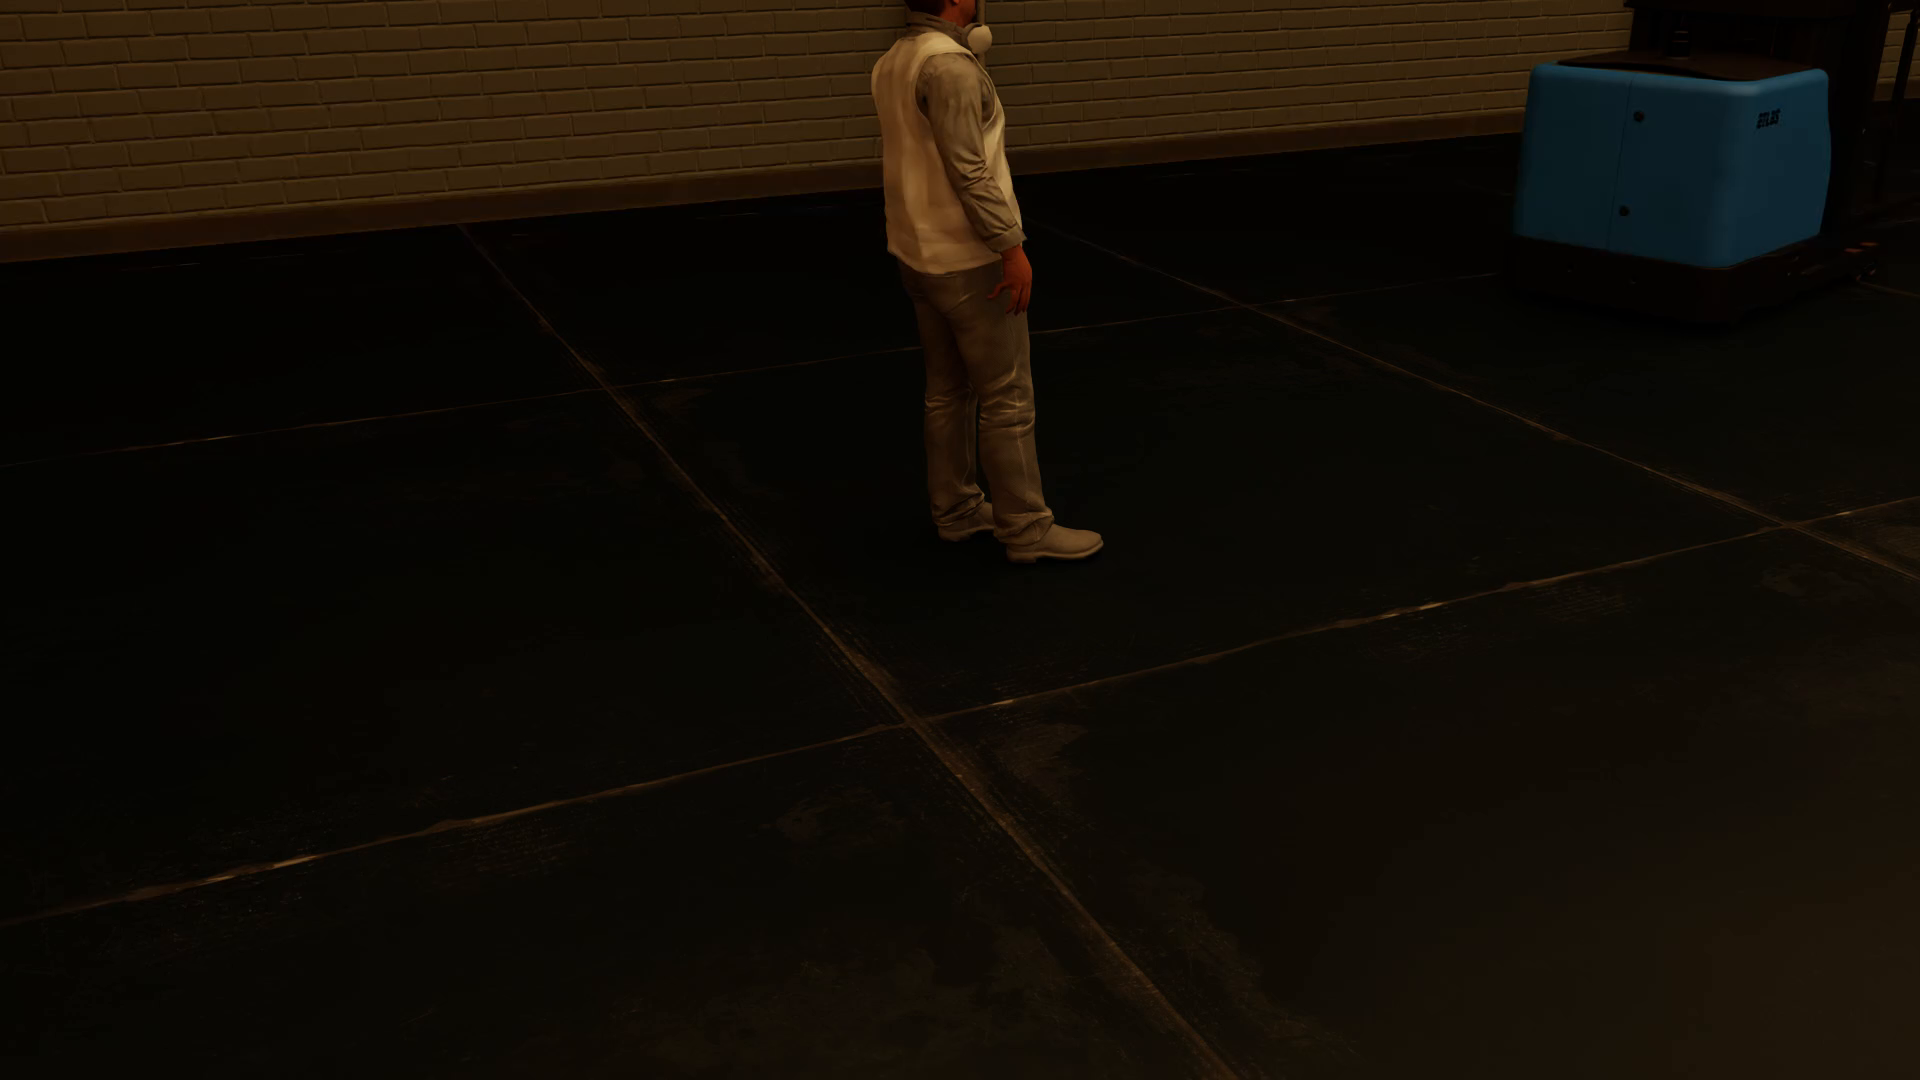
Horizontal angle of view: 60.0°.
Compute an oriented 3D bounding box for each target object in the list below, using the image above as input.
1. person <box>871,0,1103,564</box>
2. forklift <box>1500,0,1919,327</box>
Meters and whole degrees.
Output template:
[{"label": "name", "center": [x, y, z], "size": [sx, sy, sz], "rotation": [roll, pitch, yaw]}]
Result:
[{"label": "person", "center": [0.059, -0.833, 4.781], "size": [0.568, 1.773, 0.632], "rotation": [-10, 25, -23]}, {"label": "forklift", "center": [3.963, -2.747, 7.899], "size": [3.031, 2.935, 1.130], "rotation": [-20, 30, -39]}]
